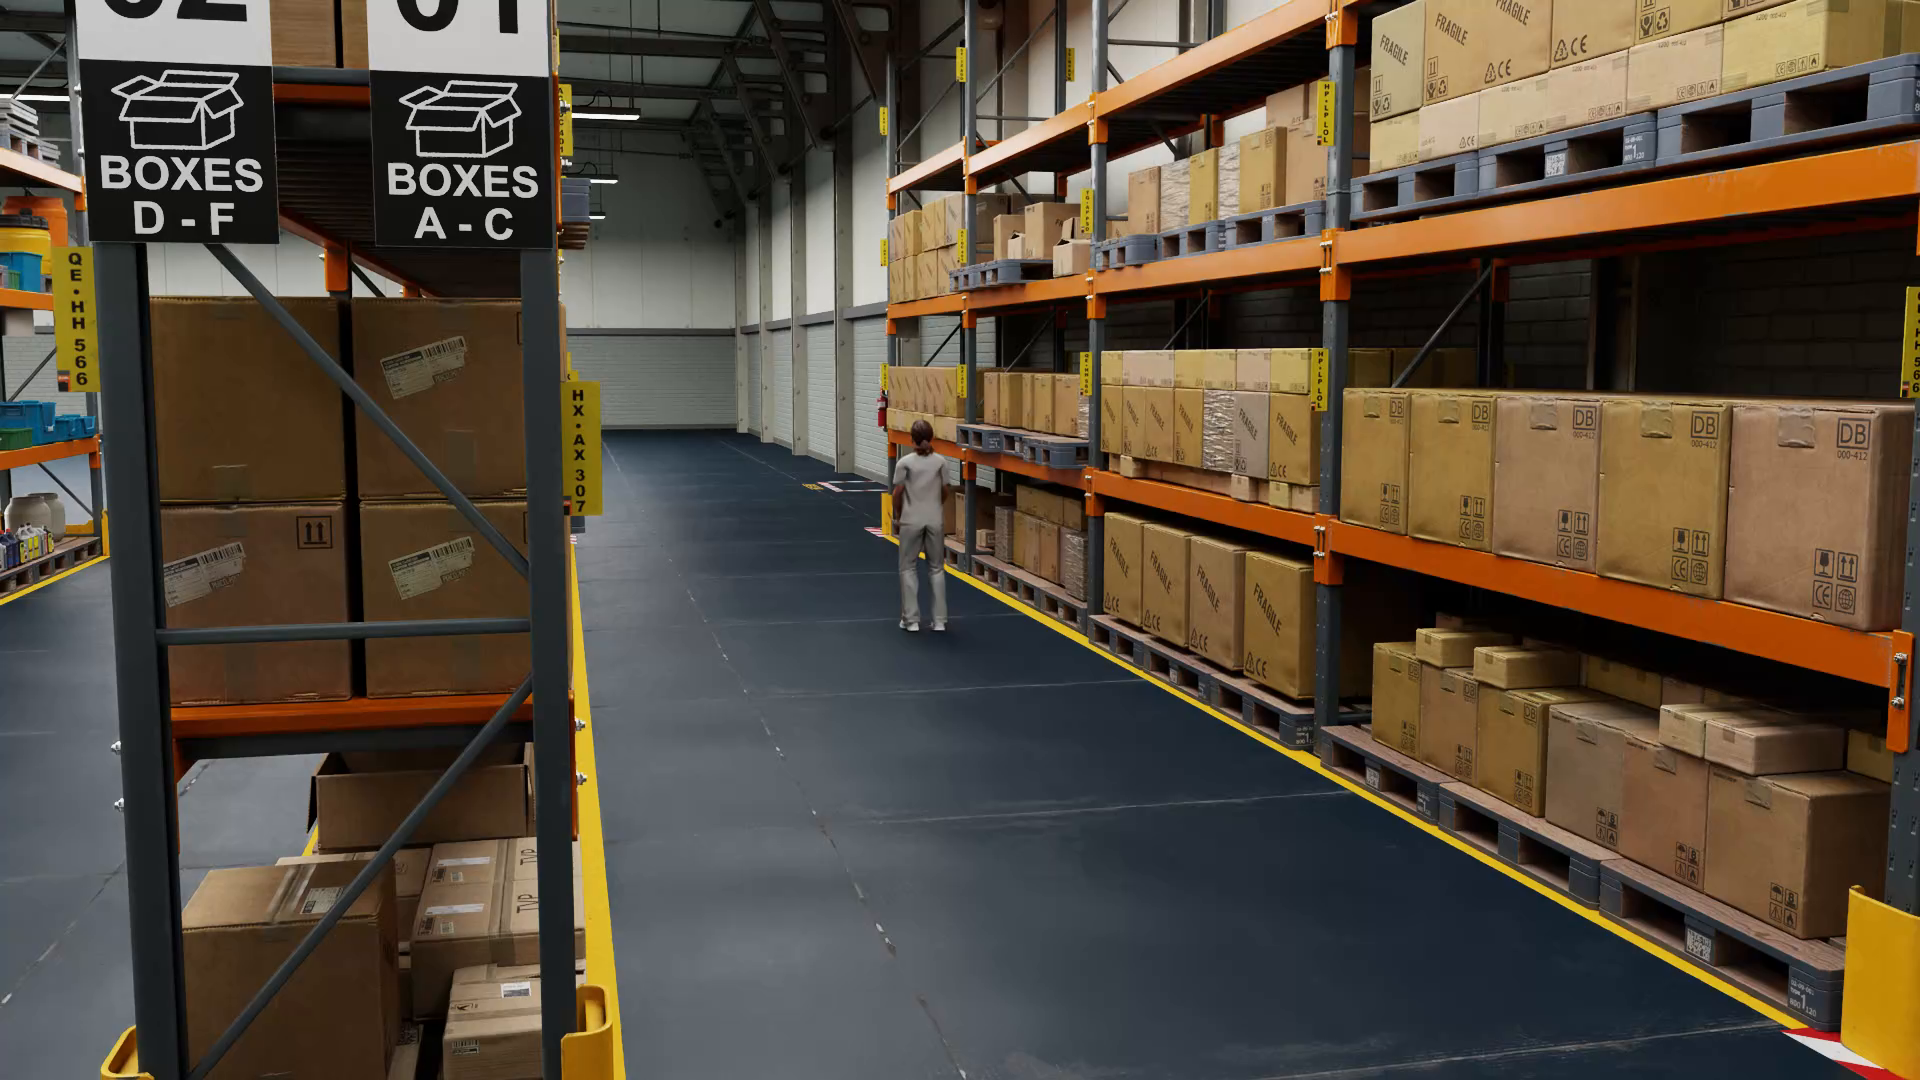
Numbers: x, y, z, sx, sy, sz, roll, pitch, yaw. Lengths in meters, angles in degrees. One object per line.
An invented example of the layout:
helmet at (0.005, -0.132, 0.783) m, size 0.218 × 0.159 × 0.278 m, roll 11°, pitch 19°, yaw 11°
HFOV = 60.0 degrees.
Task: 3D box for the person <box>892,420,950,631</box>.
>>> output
person at (-0.318, -0.115, 13.201) m, size 0.463 × 1.674 × 0.490 m, roll -2°, pitch 6°, yaw -15°
